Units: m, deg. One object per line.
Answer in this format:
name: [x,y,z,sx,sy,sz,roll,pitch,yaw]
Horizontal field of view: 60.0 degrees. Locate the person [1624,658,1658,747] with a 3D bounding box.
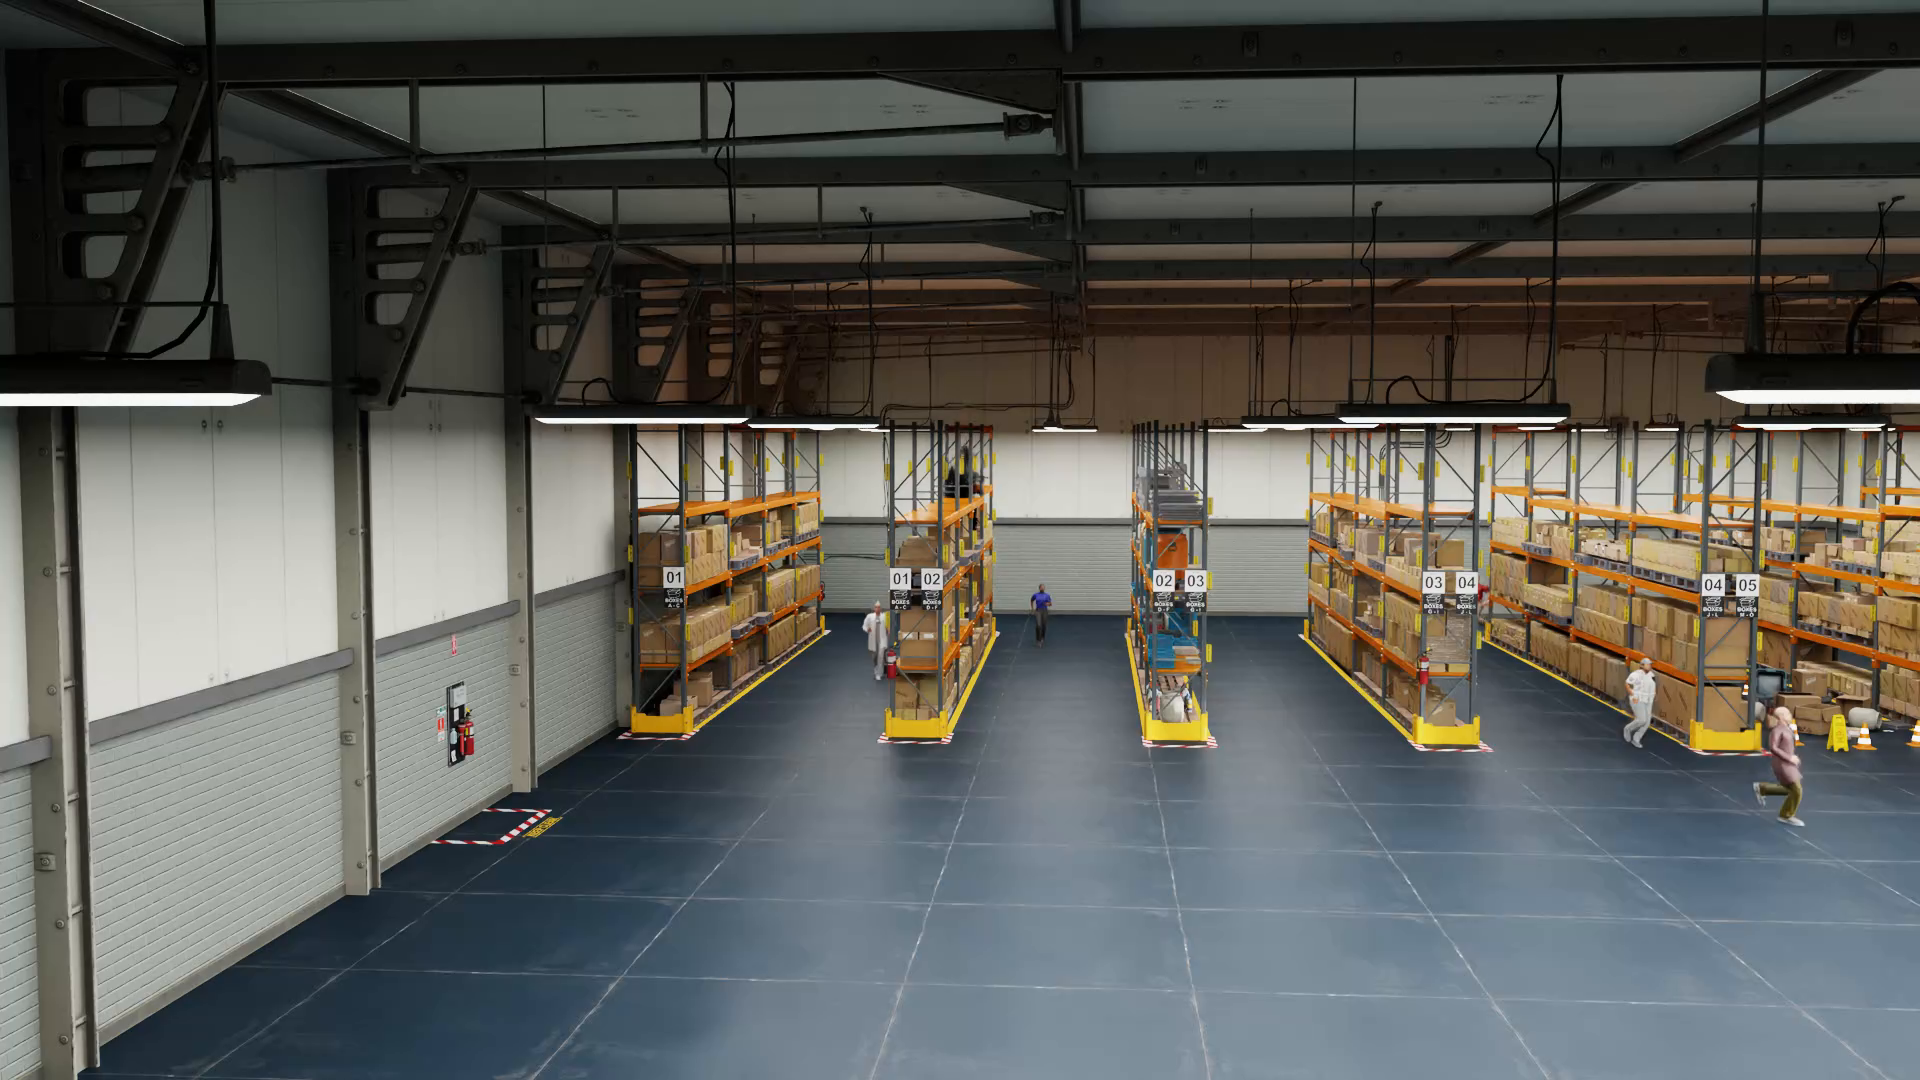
person: [12.594,2.992,30.638,0.599,1.642,0.535,-1,4,-19]

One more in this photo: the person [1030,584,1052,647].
person: [2.209,2.037,45.168,0.551,1.715,0.780,0,4,-4]

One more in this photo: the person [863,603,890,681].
person: [-1.931,2.354,39.041,0.703,1.776,1.037,0,4,1]

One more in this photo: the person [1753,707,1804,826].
person: [12.105,3.318,24.566,0.717,1.724,0.730,2,4,32]

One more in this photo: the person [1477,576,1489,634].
person: [14.715,1.883,47.263,0.934,1.747,0.697,-1,4,-19]
